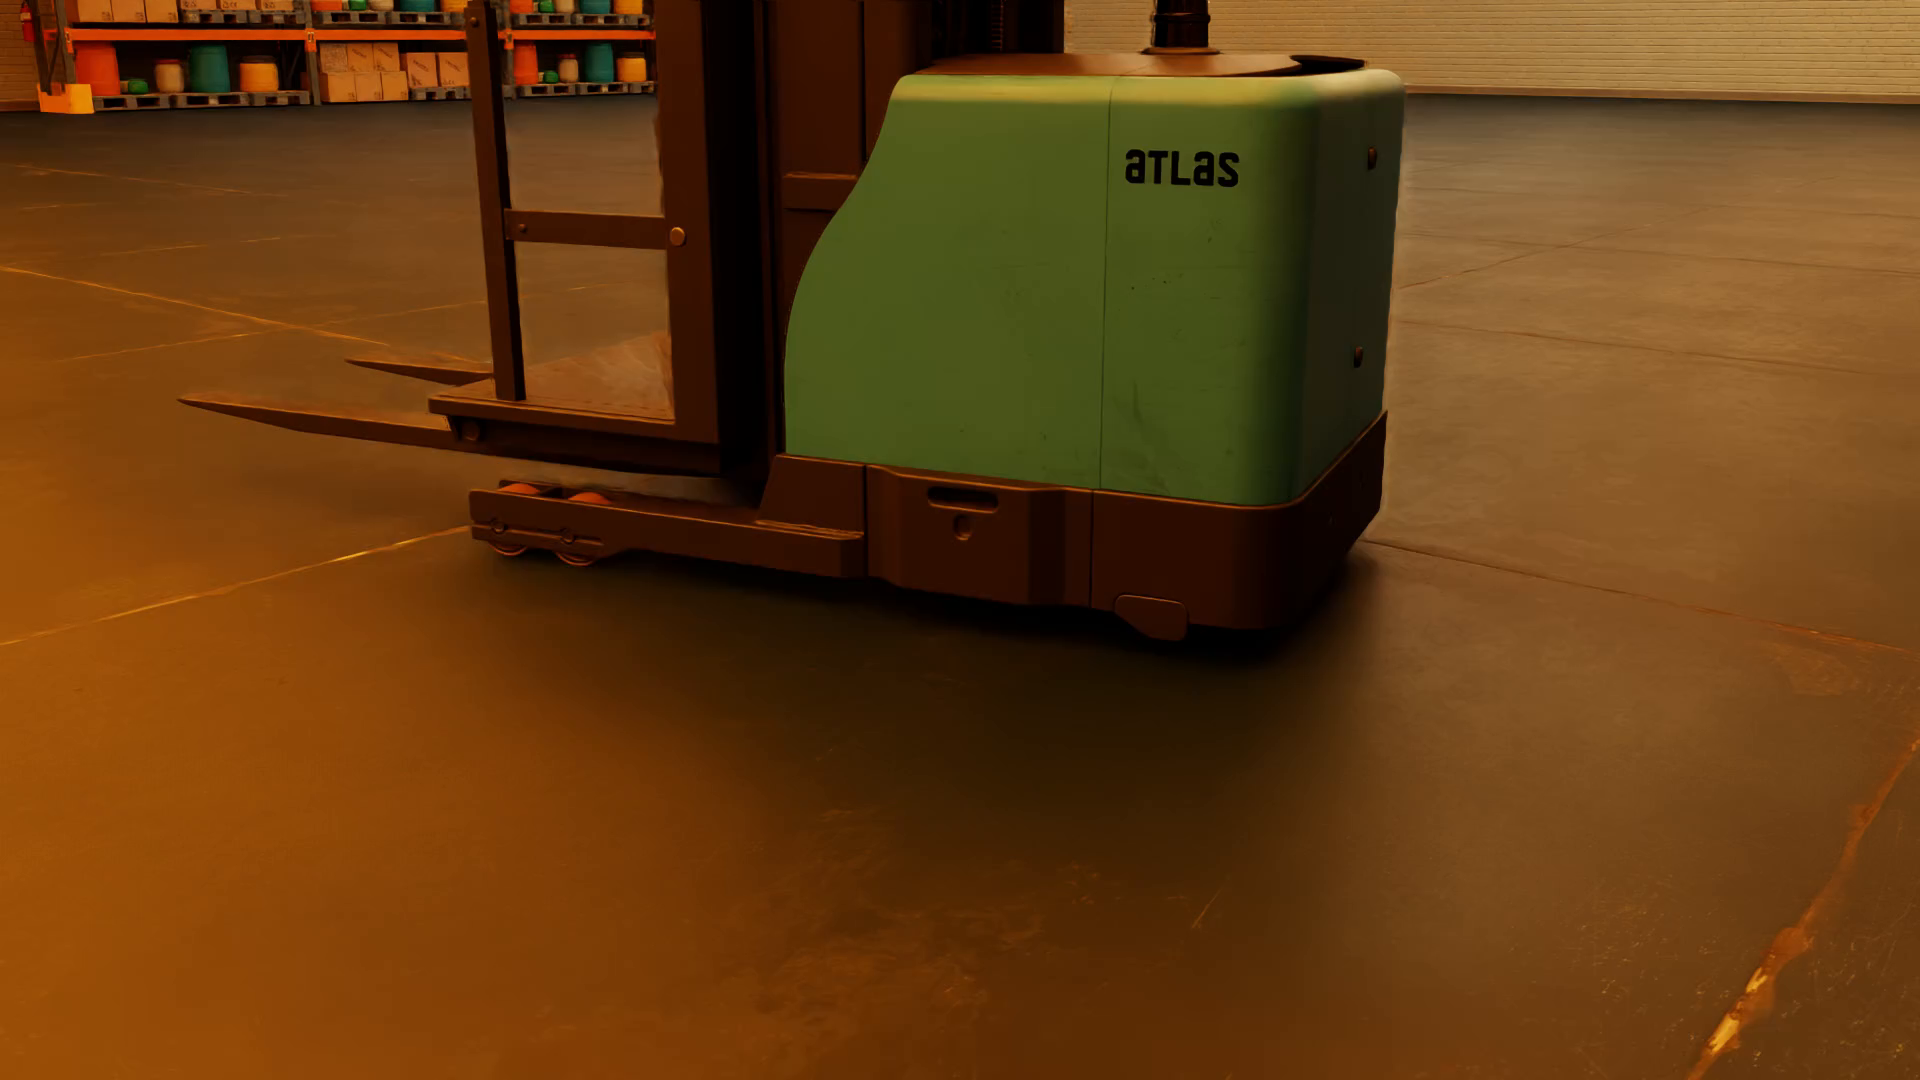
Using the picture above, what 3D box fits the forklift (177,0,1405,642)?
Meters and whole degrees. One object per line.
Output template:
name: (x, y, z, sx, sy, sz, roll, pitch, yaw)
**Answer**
forklift: (-0.565, -1.473, 3.747, 3.031, 2.935, 1.130, 7, 18, 23)
